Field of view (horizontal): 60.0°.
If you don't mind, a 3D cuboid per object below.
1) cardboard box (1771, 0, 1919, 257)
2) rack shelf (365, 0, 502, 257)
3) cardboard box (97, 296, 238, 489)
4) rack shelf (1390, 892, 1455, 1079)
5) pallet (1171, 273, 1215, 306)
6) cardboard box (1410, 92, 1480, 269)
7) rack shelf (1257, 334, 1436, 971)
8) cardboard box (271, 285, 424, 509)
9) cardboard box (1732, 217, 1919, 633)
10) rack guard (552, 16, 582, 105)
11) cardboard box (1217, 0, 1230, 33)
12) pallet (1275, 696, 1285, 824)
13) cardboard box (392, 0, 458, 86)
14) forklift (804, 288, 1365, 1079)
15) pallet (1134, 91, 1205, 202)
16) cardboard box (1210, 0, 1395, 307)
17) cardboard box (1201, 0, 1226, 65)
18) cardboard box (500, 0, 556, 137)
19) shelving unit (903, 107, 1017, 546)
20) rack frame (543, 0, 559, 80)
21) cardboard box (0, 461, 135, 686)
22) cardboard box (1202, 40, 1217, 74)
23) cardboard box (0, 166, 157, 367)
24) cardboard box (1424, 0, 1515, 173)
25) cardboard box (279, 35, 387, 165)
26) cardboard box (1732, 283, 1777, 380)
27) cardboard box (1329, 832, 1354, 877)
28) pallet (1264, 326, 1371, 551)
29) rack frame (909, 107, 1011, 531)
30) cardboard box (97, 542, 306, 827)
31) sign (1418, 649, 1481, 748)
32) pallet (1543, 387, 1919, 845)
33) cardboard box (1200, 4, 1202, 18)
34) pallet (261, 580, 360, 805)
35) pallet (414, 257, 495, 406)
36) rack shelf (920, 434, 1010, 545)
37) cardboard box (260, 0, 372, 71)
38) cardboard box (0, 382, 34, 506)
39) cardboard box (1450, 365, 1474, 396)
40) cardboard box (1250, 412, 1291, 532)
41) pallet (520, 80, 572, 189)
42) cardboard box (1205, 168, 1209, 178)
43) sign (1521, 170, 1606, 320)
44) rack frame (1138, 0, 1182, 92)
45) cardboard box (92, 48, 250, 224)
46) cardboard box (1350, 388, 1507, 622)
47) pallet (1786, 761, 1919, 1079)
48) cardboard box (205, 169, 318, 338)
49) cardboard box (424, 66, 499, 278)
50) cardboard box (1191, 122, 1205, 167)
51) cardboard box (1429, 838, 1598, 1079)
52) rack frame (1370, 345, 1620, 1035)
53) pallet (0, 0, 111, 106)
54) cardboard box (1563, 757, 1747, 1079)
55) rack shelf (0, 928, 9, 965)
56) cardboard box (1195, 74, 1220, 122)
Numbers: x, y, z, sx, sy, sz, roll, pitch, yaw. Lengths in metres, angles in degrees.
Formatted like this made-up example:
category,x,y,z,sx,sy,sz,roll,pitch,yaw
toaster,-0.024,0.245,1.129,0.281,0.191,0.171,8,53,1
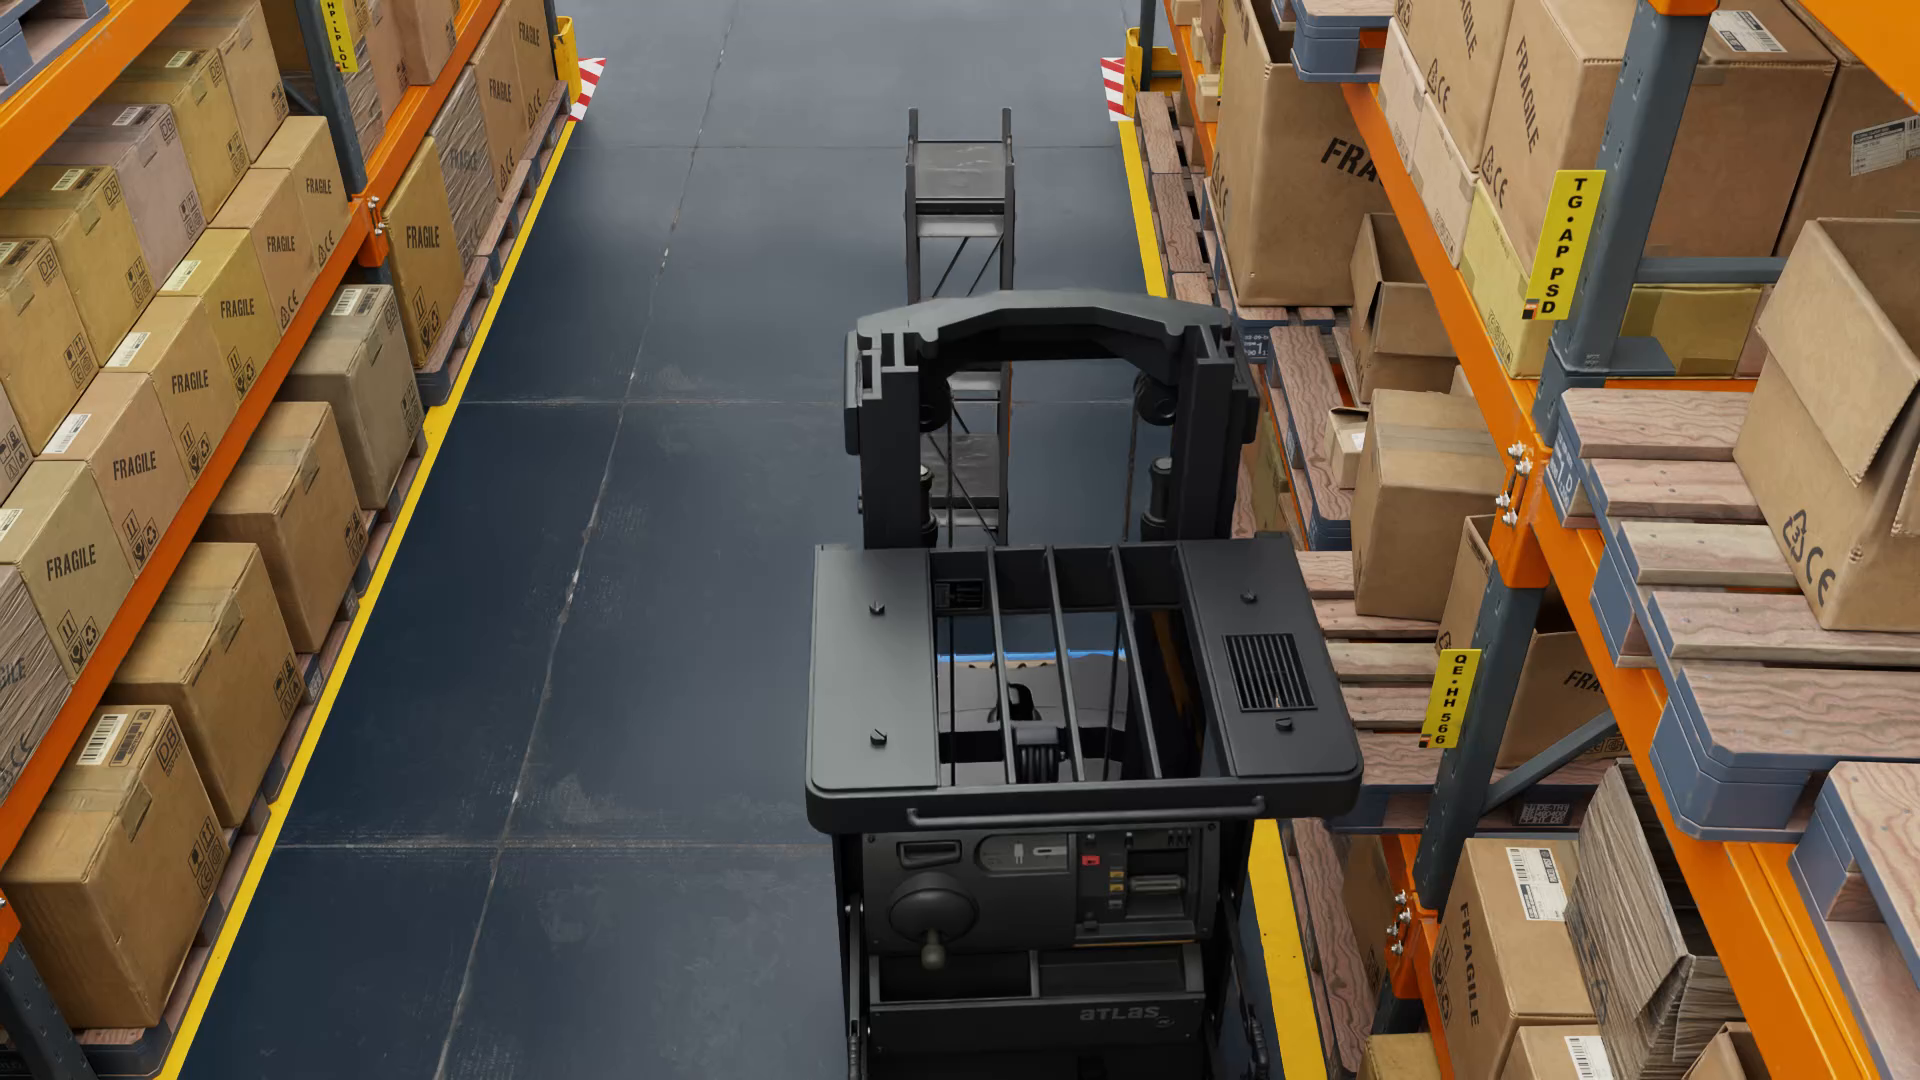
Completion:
category,x,y,z,sx,sy,sz,roll,pitch,yaw
cardboard box,1.981,-0.899,3.594,0.500,0.500,0.500,0,39,0
rack shelf,-3.243,-2.731,9.334,1.077,0.370,4.000,0,39,0
cardboard box,-2.968,-0.524,5.926,0.500,0.500,0.500,0,39,-1
rack shelf,1.727,2.331,3.017,1.077,0.370,4.000,0,39,0
pallet,1.684,-1.033,8.870,1.003,0.211,1.213,0,39,0
cardboard box,1.464,-0.919,4.220,0.500,0.250,0.500,0,39,0
rack shelf,1.722,-0.170,6.139,1.077,0.370,4.000,0,39,0
cardboard box,-3.150,-0.659,7.637,1.050,0.750,0.750,0,39,0
cardboard box,1.797,-0.193,2.775,0.797,0.503,0.637,2,39,3
rack guard,-3.245,-3.302,11.471,1.175,0.500,0.348,0,39,0
cardboard box,1.444,-2.528,7.388,0.500,0.500,0.500,0,39,0
pallet,1.726,0.639,6.784,1.003,0.211,1.213,0,39,0
cardboard box,-3.159,-2.732,8.640,0.875,0.550,0.550,0,39,0
forklift,0.225,0.986,4.175,1.130,2.935,3.031,-2,39,-2
pallet,1.681,-2.559,10.774,1.003,0.211,1.213,0,39,0
cardboard box,1.581,-1.602,6.535,1.000,1.000,1.000,0,39,0
cardboard box,1.714,-2.763,8.482,0.875,0.500,0.500,0,39,0
cardboard box,-3.178,-3.173,10.674,0.875,0.875,0.875,0,39,0
shelving unit,0.000,-0.716,6.964,0.431,2.100,0.503,0,39,0
rack frame,-3.245,-4.262,10.670,1.000,3.000,0.127,0,39,0
cardboard box,-2.970,0.103,5.143,0.500,0.500,0.500,0,39,0
cardboard box,1.474,-2.519,8.696,0.380,0.149,0.250,0,39,0
cardboard box,-3.232,-0.926,5.628,0.700,0.500,0.500,0,39,0
cardboard box,1.462,-1.223,4.000,0.500,0.500,0.500,0,39,0
cardboard box,-3.253,-2.050,7.790,0.875,0.550,0.550,0,39,0
cardboard box,1.978,-0.606,3.829,0.500,0.250,0.500,1,39,1
cardboard box,1.690,0.838,5.953,0.700,0.500,0.500,-3,39,-4
pallet,1.681,-0.363,5.958,1.003,0.211,1.213,0,39,0
rack frame,0.000,-0.868,7.155,0.400,2.100,0.015,0,39,0
cardboard box,-3.151,0.527,6.157,1.050,0.750,0.750,1,39,1
sign,1.182,0.385,4.008,0.100,0.325,0.005,0,39,0
pallet,1.778,0.106,2.972,1.213,0.211,1.003,2,39,2
cardboard box,1.515,-2.832,9.086,0.380,0.149,0.250,0,39,0
pallet,-3.160,0.574,6.864,1.003,0.211,1.213,0,39,0
pallet,-3.163,-1.148,9.014,1.003,0.211,1.213,0,39,0
rack shelf,0.000,-0.159,7.410,0.431,0.518,0.480,0,39,0
cardboard box,-3.206,-2.472,7.452,0.875,0.550,0.550,0,39,0
cardboard box,-3.228,-0.286,4.828,0.700,0.500,0.500,-1,39,-1
cardboard box,1.952,-0.354,5.577,0.500,0.250,0.500,-1,39,-1
cardboard box,1.681,-0.215,7.267,0.700,0.500,0.500,0,39,0
pallet,-3.166,-2.674,10.918,1.003,0.211,1.213,0,39,0
cardboard box,1.672,-1.886,9.368,0.500,0.500,0.500,-3,39,-4
sign,1.182,-0.573,3.254,0.100,0.325,0.005,0,39,0
rack frame,1.715,-4.203,10.596,1.000,3.000,0.127,0,39,0
cardboard box,-3.231,-1.558,6.416,0.700,0.500,0.500,-1,39,-1
cardboard box,1.583,-0.090,5.047,0.700,0.500,0.500,5,39,7
pallet,1.782,0.805,2.099,1.003,0.211,1.213,2,39,2
cardboard box,-2.972,-1.158,6.716,0.500,0.500,0.500,0,39,-1
cardboard box,-3.176,-2.053,9.276,0.875,0.875,0.875,0,39,0
cardboard box,1.734,-2.627,10.292,0.500,0.500,0.500,10,40,12
cardboard box,1.453,1.065,3.942,0.500,0.500,0.500,1,39,1
rack frame,1.724,0.800,4.353,1.000,3.000,0.127,0,39,0
pallet,-3.294,-1.458,4.923,1.003,0.211,1.213,2,39,2
cardboard box,1.709,0.827,3.437,0.797,0.503,0.637,1,39,1
rack shelf,-3.233,2.272,3.092,1.077,0.370,4.000,0,39,0
cardboard box,1.383,-2.207,8.306,0.380,0.149,0.250,0,39,0
